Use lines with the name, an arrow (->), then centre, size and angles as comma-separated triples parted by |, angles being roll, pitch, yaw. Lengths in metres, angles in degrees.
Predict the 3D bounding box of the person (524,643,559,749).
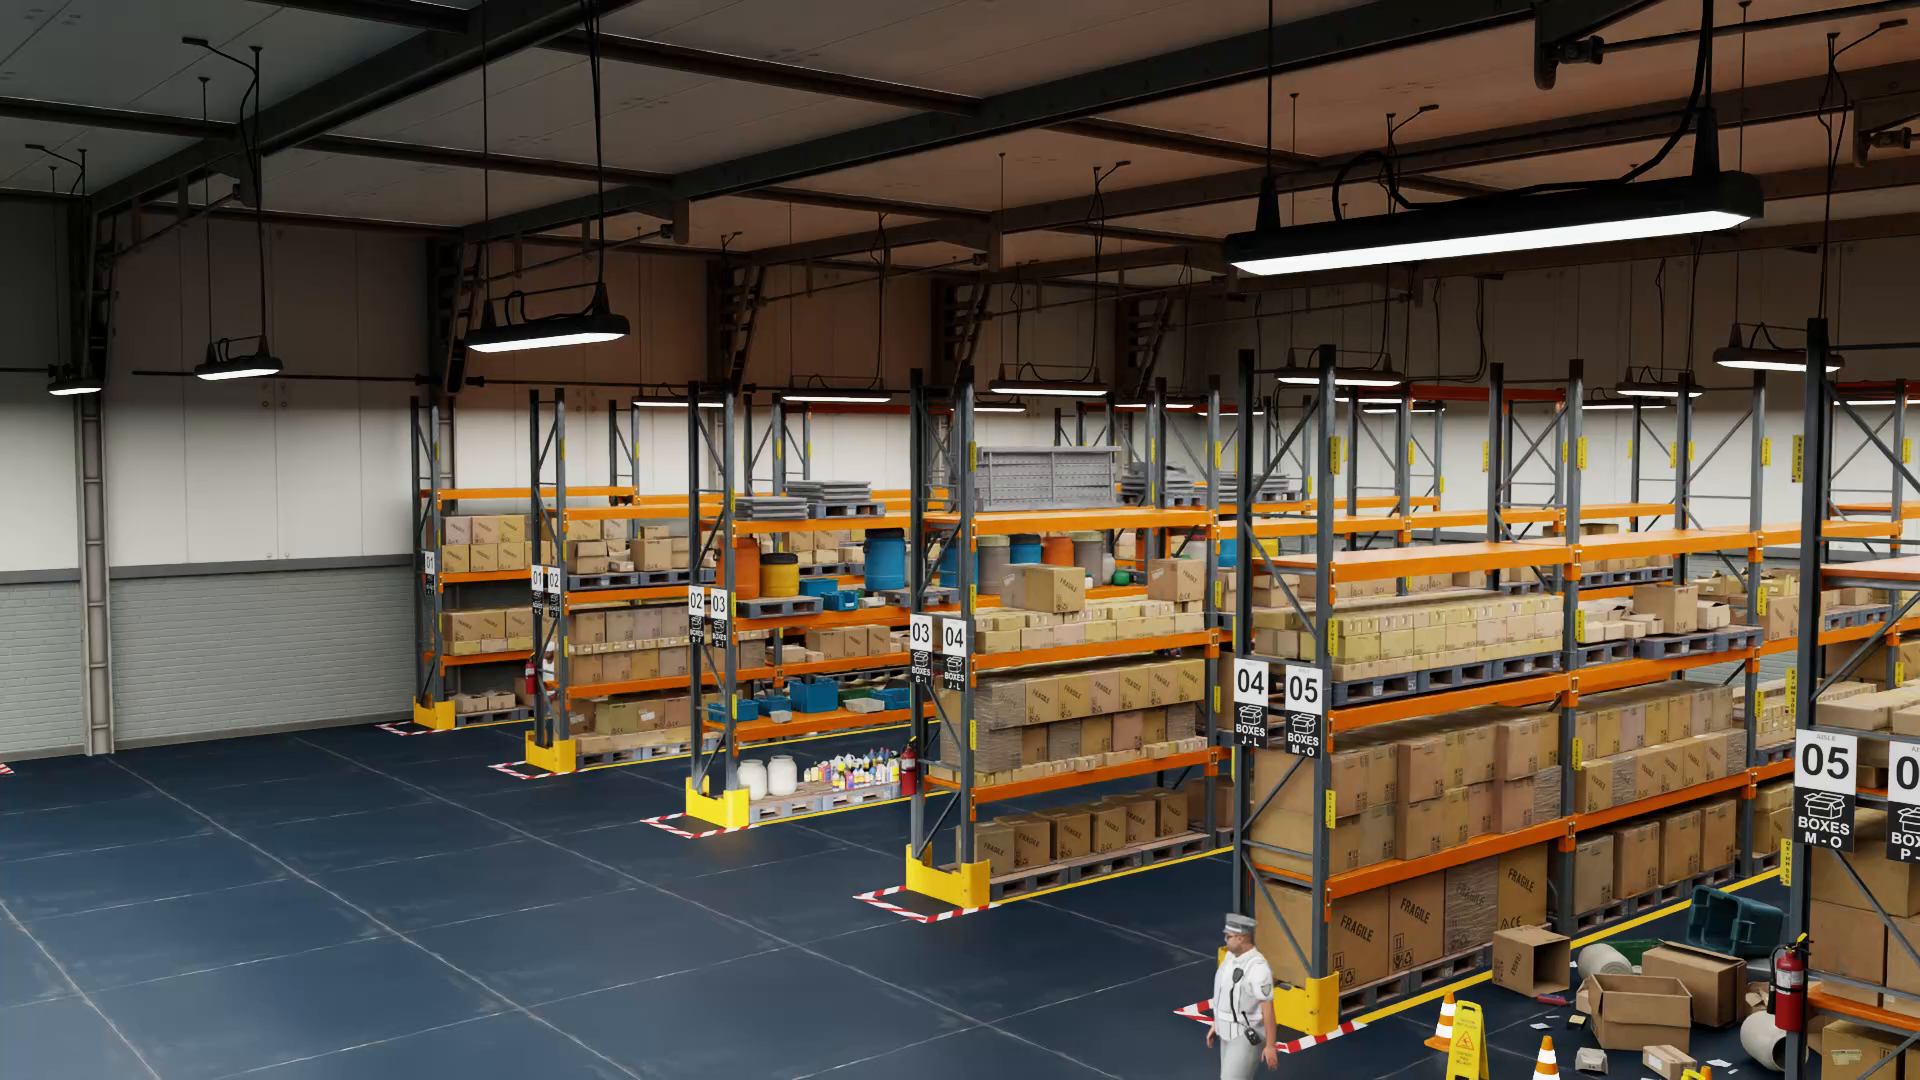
person -> -6.968, 2.630, 28.241 | 0.597, 1.775, 0.806 | 2, 4, 27

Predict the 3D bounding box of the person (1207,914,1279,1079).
person -> 1.935, 3.587, 11.944 | 0.661, 1.758, 0.649 | -1, 3, -14
